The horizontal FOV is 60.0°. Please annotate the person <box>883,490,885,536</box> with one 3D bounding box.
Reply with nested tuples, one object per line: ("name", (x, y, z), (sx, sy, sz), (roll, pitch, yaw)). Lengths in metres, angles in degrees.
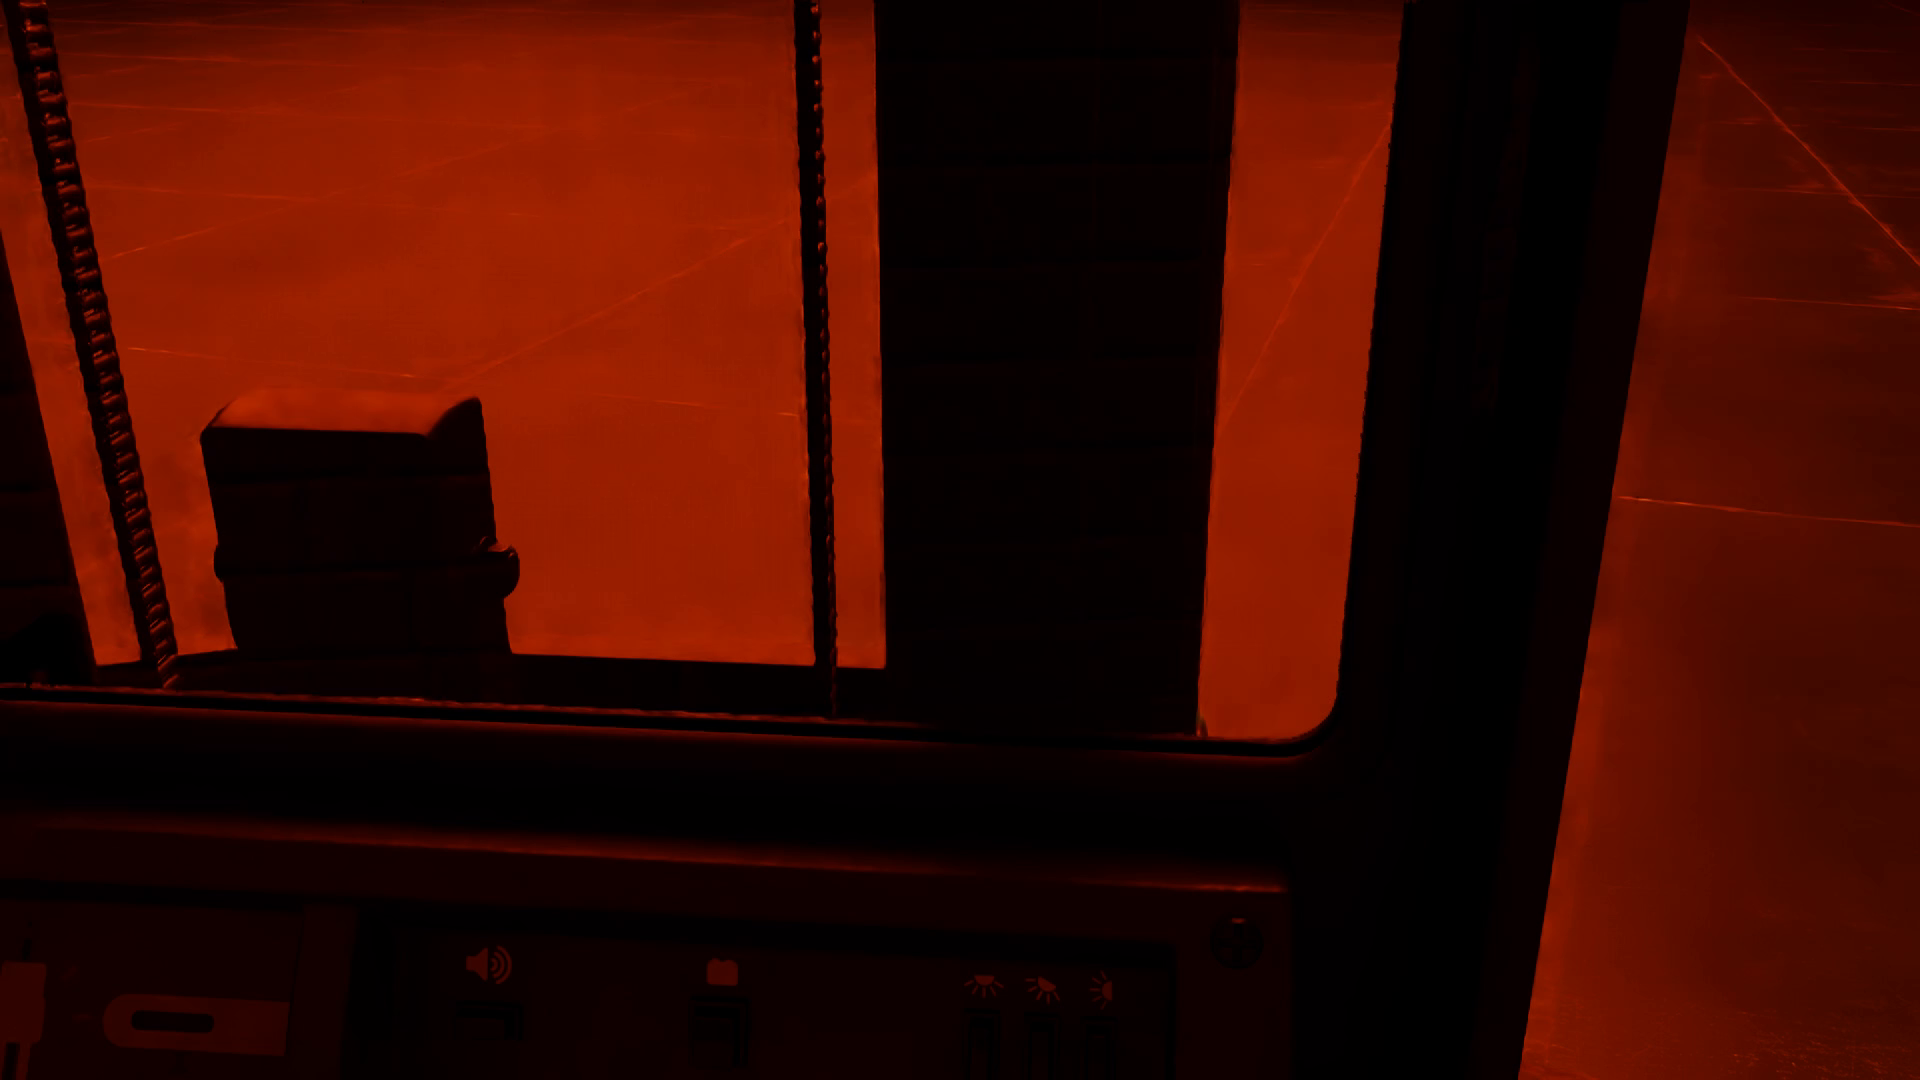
("person", (-0.078, -0.787, 4.848), (0.503, 1.651, 0.598), (7, 23, 16))
